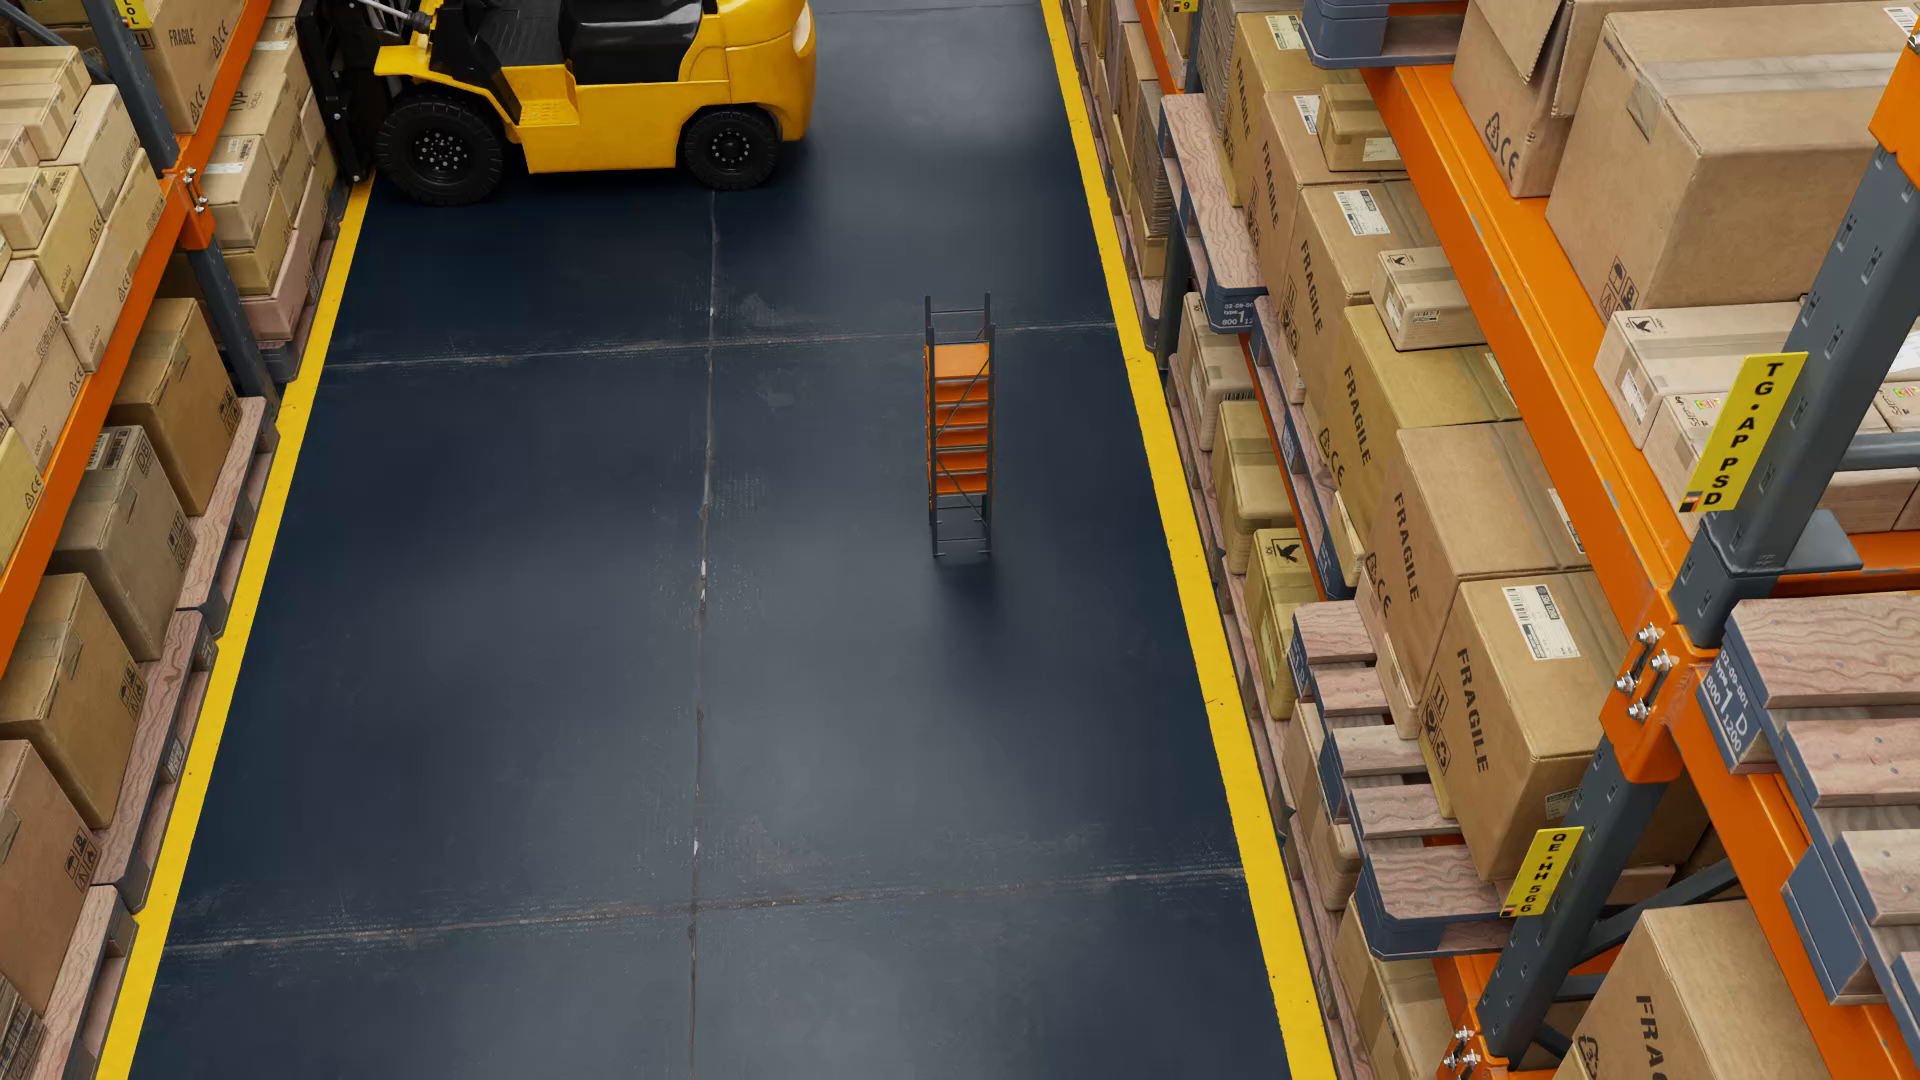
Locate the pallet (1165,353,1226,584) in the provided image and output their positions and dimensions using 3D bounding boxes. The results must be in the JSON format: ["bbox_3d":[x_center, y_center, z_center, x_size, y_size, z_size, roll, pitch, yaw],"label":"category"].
[{"bbox_3d":[1.471,-0.354,7.076,1.003,0.211,1.213,-3,47,-3],"label":"pallet"}]

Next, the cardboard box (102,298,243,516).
[{"bbox_3d":[-3.486,-0.523,6.662,0.875,0.625,0.625,-2,47,-2],"label":"cardboard box"}]

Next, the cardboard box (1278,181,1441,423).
[{"bbox_3d":[1.282,-0.708,4.929,0.500,0.500,0.500,-5,47,-5],"label":"cardboard box"}]

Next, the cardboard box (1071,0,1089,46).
[{"bbox_3d":[0.897,-2.999,9.265,0.500,0.250,0.500,-2,47,-2],"label":"cardboard box"}]

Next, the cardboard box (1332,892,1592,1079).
[{"bbox_3d":[1.702,1.368,5.046,0.950,0.372,0.625,-6,47,-6],"label":"cardboard box"}]

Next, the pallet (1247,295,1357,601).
[{"bbox_3d":[1.533,-0.346,5.280,1.003,0.211,1.213,-3,47,-3],"label":"pallet"}]

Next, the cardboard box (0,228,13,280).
[{"bbox_3d":[-3.170,-0.854,5.114,0.380,0.149,0.250,-4,47,-4],"label":"cardboard box"}]

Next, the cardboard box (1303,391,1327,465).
[{"bbox_3d":[1.269,-0.379,5.063,0.380,0.149,0.250,-5,47,-5],"label":"cardboard box"}]

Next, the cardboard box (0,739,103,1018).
[{"bbox_3d":[-3.308,1.070,5.153,0.875,0.625,0.625,-2,47,-2],"label":"cardboard box"}]

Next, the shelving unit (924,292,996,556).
[{"bbox_3d":[-0.001,-0.423,6.461,0.258,1.200,0.189,-3,47,-3],"label":"shelving unit"}]

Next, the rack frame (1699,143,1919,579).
[{"bbox_3d":[1.739,-1.045,1.678,1.000,3.000,0.127,-3,47,-3],"label":"rack frame"}]

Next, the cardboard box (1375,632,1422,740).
[{"bbox_3d":[1.317,0.368,4.356,0.380,0.149,0.250,-4,47,-4],"label":"cardboard box"}]

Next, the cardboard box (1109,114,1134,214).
[{"bbox_3d":[1.033,-1.871,8.197,0.500,0.250,0.500,-5,47,-4],"label":"cardboard box"}]

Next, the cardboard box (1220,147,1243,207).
[{"bbox_3d":[1.148,-1.334,5.967,0.380,0.149,0.250,-3,47,-2],"label":"cardboard box"}]

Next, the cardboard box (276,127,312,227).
[{"bbox_3d":[-3.318,-1.675,7.668,0.500,0.250,0.500,-4,47,-4],"label":"cardboard box"}]

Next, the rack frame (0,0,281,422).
[{"bbox_3d":[-3.541,-1.572,6.309,1.000,3.000,0.127,-3,47,-3],"label":"rack frame"}]

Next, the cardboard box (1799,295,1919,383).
[{"bbox_3d":[1.861,-0.390,3.217,0.396,0.266,0.258,-3,47,-3],"label":"cardboard box"}]

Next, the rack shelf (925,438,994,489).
[{"bbox_3d":[-0.001,-0.310,6.580,0.258,0.103,0.180,-3,47,-3],"label":"rack shelf"}]

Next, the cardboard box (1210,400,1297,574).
[{"bbox_3d":[1.515,-0.218,6.547,0.950,0.372,0.625,-1,47,-1],"label":"cardboard box"}]

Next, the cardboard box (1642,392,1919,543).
[{"bbox_3d":[1.504,-0.142,3.062,0.380,0.149,0.250,-3,47,-3],"label":"cardboard box"}]

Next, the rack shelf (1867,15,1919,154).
[{"bbox_3d":[1.572,-2.107,3.455,1.077,0.370,4.000,-3,47,-3],"label":"rack shelf"}]

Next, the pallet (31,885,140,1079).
[{"bbox_3d":[-3.236,1.683,5.147,1.003,0.211,1.213,-3,47,-3],"label":"pallet"}]

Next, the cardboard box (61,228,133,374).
[{"bbox_3d":[-3.191,-0.808,5.689,0.500,0.250,0.500,-4,47,-4],"label":"cardboard box"}]

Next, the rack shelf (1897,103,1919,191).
[{"bbox_3d":[1.907,0.787,0.714,1.077,0.370,4.000,-3,47,-3],"label":"rack shelf"}]

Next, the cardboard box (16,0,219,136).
[{"bbox_3d":[-3.318,-1.943,6.592,0.500,0.500,0.500,-5,47,-4],"label":"cardboard box"}]

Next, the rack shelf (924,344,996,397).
[{"bbox_3d":[-0.001,-0.640,6.232,0.258,0.103,0.180,-3,47,-3],"label":"rack shelf"}]

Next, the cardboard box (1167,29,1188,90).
[{"bbox_3d":[1.074,-2.004,6.891,0.380,0.149,0.250,-4,47,-4],"label":"cardboard box"}]

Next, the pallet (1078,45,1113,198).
[{"bbox_3d":[1.208,-2.286,8.906,1.003,0.211,1.213,-3,47,-3],"label":"pallet"}]

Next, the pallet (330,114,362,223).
[{"bbox_3d":[-3.671,-2.075,8.707,1.003,0.211,1.213,-3,47,-3],"label":"pallet"}]

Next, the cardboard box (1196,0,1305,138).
[{"bbox_3d":[1.158,-1.800,5.963,0.500,0.500,0.500,-2,47,-2],"label":"cardboard box"}]

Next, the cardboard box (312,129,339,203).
[{"bbox_3d":[-3.368,-1.878,8.204,0.500,0.250,0.500,-3,47,-3],"label":"cardboard box"}]

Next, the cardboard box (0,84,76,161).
[{"bbox_3d":[-3.252,-1.410,5.640,0.380,0.149,0.250,-4,47,-4],"label":"cardboard box"}]

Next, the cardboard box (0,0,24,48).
[{"bbox_3d":[-3.848,-1.915,6.565,0.500,0.500,0.500,-4,47,-4],"label":"cardboard box"}]

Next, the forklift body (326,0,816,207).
[{"bbox_3d":[-1.899,-2.913,8.164,2.313,2.155,1.214,-3,47,-3],"label":"forklift body"}]

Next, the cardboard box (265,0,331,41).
[{"bbox_3d":[-3.391,-2.593,8.193,0.500,0.250,0.500,-4,47,-4],"label":"cardboard box"}]

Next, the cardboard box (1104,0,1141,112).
[{"bbox_3d":[1.000,-2.481,8.259,0.500,0.500,0.500,-1,47,-1],"label":"cardboard box"}]

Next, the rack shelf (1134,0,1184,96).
[{"bbox_3d":[1.237,-3.076,8.229,1.077,0.370,4.000,-3,47,-3],"label":"rack shelf"}]

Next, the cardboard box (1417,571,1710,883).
[{"bbox_3d":[1.424,0.425,3.855,0.500,0.500,0.500,-5,47,-4],"label":"cardboard box"}]

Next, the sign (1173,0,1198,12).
[{"bbox_3d":[0.865,-2.135,6.246,0.100,0.325,0.005,-3,47,-3],"label":"sign"}]

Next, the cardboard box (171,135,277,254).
[{"bbox_3d":[-3.269,-1.483,7.141,0.500,0.250,0.500,-4,47,-4],"label":"cardboard box"}]

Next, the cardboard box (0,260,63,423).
[{"bbox_3d":[-3.158,-0.610,5.157,0.500,0.250,0.500,-3,47,-3],"label":"cardboard box"}]

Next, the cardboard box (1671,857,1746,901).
[{"bbox_3d":[1.898,0.714,4.028,0.380,0.149,0.250,-6,47,-6],"label":"cardboard box"}]
